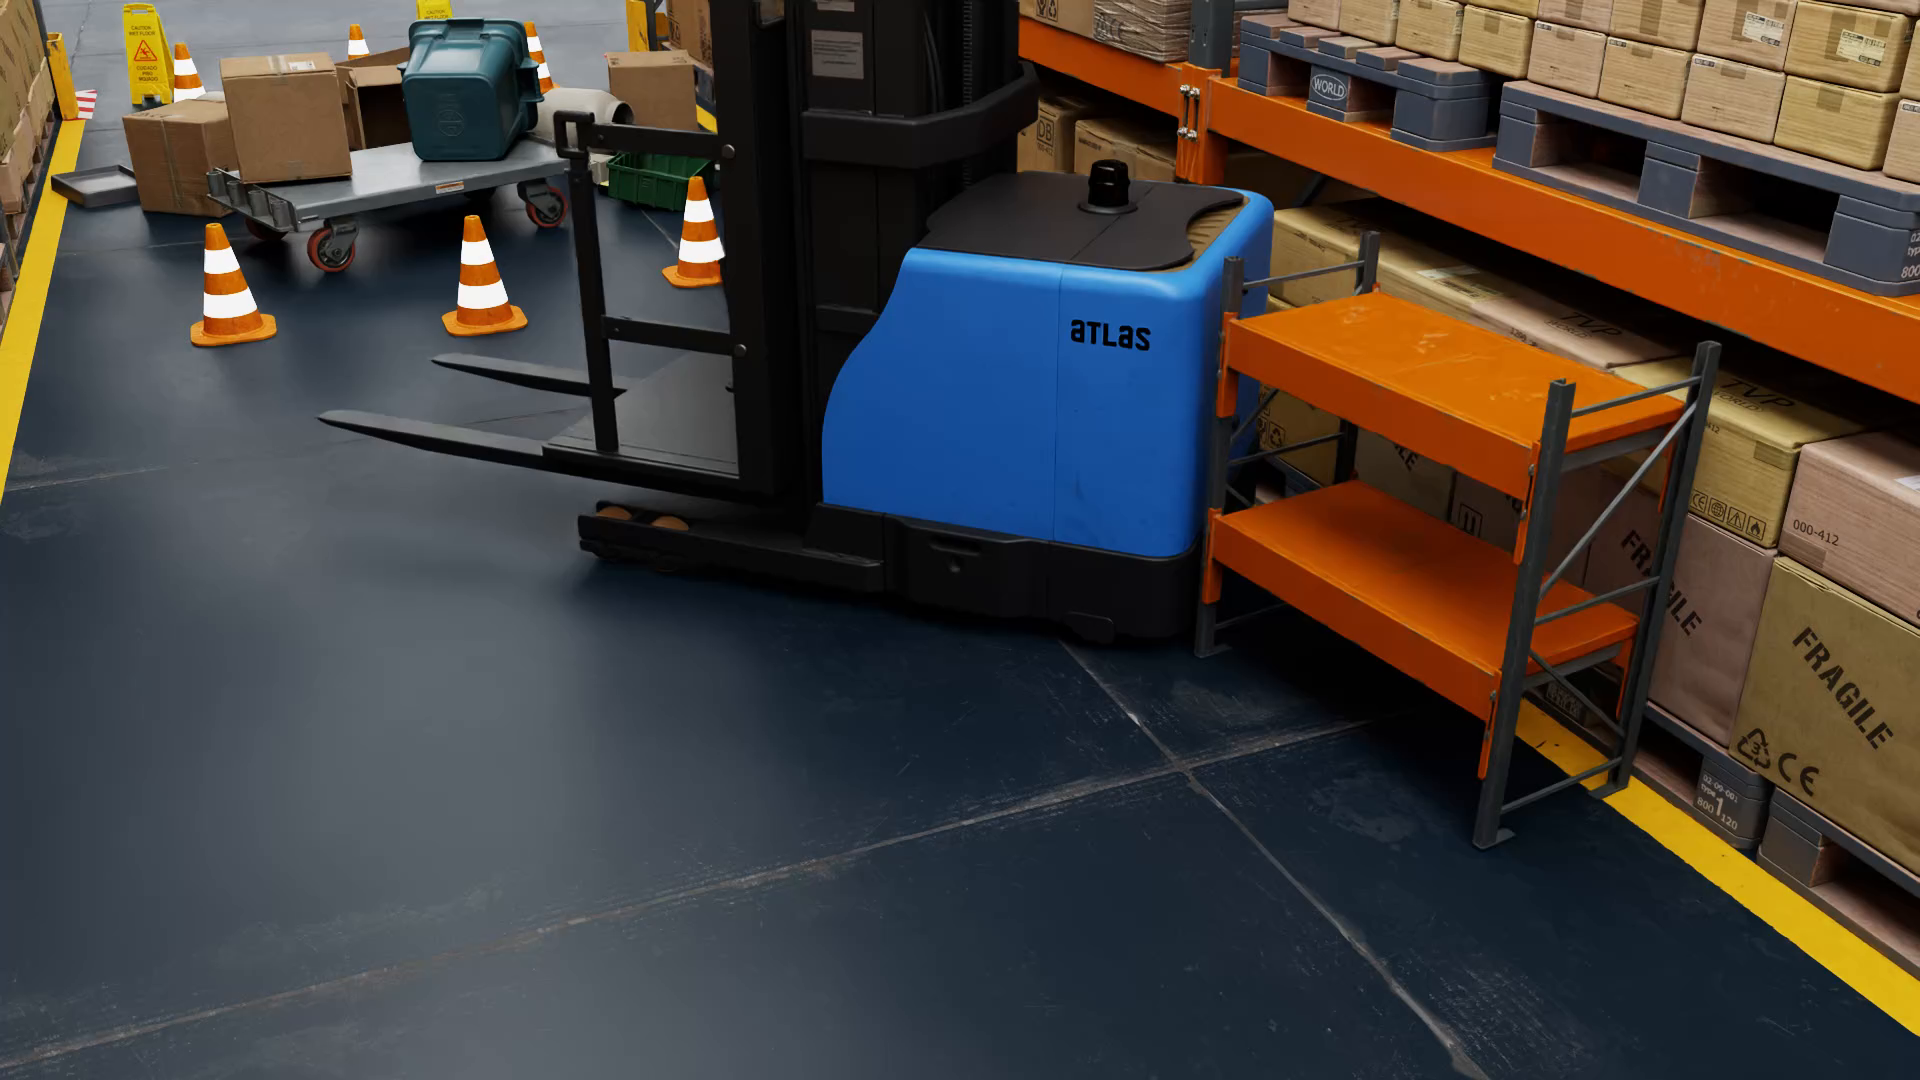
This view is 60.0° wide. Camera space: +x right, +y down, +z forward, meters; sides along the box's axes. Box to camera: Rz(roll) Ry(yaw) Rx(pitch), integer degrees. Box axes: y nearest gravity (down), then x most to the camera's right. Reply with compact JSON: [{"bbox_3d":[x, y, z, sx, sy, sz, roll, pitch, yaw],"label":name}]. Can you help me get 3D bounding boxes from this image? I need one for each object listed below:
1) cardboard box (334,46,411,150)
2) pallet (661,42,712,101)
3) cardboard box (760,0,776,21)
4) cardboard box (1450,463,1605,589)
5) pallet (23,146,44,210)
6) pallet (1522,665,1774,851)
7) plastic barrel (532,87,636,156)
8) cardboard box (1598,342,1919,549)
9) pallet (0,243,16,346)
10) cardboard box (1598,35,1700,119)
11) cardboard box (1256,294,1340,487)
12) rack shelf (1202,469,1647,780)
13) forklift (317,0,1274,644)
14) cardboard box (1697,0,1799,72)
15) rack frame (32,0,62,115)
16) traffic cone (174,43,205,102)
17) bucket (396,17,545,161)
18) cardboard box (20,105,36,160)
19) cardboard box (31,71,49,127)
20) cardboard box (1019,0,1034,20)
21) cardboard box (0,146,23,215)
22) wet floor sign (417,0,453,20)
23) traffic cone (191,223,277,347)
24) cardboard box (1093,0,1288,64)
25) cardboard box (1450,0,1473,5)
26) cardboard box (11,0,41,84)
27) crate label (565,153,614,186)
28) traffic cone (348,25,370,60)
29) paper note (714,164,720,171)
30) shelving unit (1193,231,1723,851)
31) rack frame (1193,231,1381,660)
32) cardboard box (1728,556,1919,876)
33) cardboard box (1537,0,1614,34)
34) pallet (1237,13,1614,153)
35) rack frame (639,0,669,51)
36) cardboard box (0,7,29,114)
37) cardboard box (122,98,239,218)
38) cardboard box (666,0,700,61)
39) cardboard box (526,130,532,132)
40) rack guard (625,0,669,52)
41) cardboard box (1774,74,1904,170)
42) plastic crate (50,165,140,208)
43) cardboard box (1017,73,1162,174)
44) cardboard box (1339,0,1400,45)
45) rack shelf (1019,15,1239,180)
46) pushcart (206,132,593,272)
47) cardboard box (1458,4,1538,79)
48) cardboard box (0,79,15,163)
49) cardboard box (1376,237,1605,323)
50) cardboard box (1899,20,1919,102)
[{"bbox_3d":[-3.407,-2.712,10.232,0.637,0.503,0.797,13,29,24],"label":"cardboard box"},{"bbox_3d":[-1.524,-3.437,12.049,1.003,0.211,1.213,-11,28,-21],"label":"pallet"},{"bbox_3d":[-0.881,-3.248,10.426,0.875,0.875,0.875,-10,28,-20],"label":"cardboard box"},{"bbox_3d":[1.672,-0.097,4.401,0.500,0.500,0.500,-11,28,-22],"label":"cardboard box"},{"bbox_3d":[-5.635,-1.999,9.103,1.003,0.211,1.213,-11,28,-21],"label":"pallet"},{"bbox_3d":[2.003,0.291,4.414,1.003,0.211,1.213,-11,28,-21],"label":"pallet"},{"bbox_3d":[-2.198,-2.421,9.727,0.512,0.421,0.421,8,27,15],"label":"plastic barrel"},{"bbox_3d":[1.857,-0.236,3.829,0.500,0.250,0.500,-12,28,-23],"label":"cardboard box"},{"bbox_3d":[-4.551,-0.926,6.907,1.003,0.211,1.213,-11,28,-21],"label":"pallet"},{"bbox_3d":[1.735,-1.095,3.883,0.380,0.149,0.250,-10,28,-20],"label":"cardboard box"},{"bbox_3d":[1.266,-0.506,5.238,0.500,0.500,0.500,-12,28,-23],"label":"cardboard box"},{"bbox_3d":[1.132,0.171,4.168,0.538,0.278,1.000,-15,29,-28],"label":"rack shelf"},{"bbox_3d":[-0.629,-1.424,4.826,3.031,2.935,1.130,10,28,19],"label":"forklift"},{"bbox_3d":[1.843,-1.122,3.598,0.380,0.149,0.250,-10,28,-19],"label":"cardboard box"},{"bbox_3d":[-6.424,-4.108,10.245,1.000,3.000,0.127,-11,28,-21],"label":"rack frame"},{"bbox_3d":[-5.069,-3.016,10.900,0.336,0.463,0.334,-11,28,-21],"label":"traffic cone"},{"bbox_3d":[-2.517,-2.256,8.449,0.726,0.611,0.620,-1,36,-3],"label":"bucket"},{"bbox_3d":[-5.270,-2.158,8.907,0.500,0.250,0.500,-11,28,-21],"label":"cardboard box"},{"bbox_3d":[-5.664,-2.571,9.752,0.500,0.250,0.500,-10,28,-20],"label":"cardboard box"},{"bbox_3d":[0.411,-2.354,6.538,0.500,0.500,0.500,-11,28,-21],"label":"cardboard box"},{"bbox_3d":[-4.840,-1.731,8.032,0.500,0.250,0.500,-12,28,-23],"label":"cardboard box"},{"bbox_3d":[-3.742,-3.613,11.915,0.267,0.644,0.232,-16,30,-29],"label":"wet floor sign"},{"bbox_3d":[-3.084,-1.093,6.962,0.336,0.463,0.334,-11,28,-21],"label":"traffic cone"},{"bbox_3d":[0.801,-1.951,5.712,0.500,0.500,0.500,-11,28,-21],"label":"cardboard box"},{"bbox_3d":[1.444,-1.533,4.441,0.380,0.149,0.250,-11,28,-22],"label":"cardboard box"},{"bbox_3d":[-5.663,-2.910,9.591,0.500,0.500,0.500,-10,28,-19],"label":"cardboard box"},{"bbox_3d":[-2.079,-2.093,9.381,0.250,0.136,0.298,13,29,24],"label":"crate label"},{"bbox_3d":[-4.180,-3.344,11.572,0.336,0.463,0.334,-11,28,-21],"label":"traffic cone"},{"bbox_3d":[-1.439,-2.167,9.652,0.142,0.020,0.147,13,29,24],"label":"paper note"},{"bbox_3d":[1.133,-0.049,4.062,0.538,1.125,1.048,-15,29,-28],"label":"shelving unit"},{"bbox_3d":[0.869,-0.239,4.453,0.500,1.125,0.032,-15,29,-28],"label":"rack frame"},{"bbox_3d":[2.068,0.317,3.553,0.500,0.500,0.500,-11,28,-22],"label":"cardboard box"},{"bbox_3d":[1.640,-1.331,4.026,0.380,0.149,0.250,-11,28,-21],"label":"cardboard box"},{"bbox_3d":[1.601,-1.414,4.946,1.213,0.211,1.003,-11,28,-21],"label":"pallet"},{"bbox_3d":[-1.909,-5.000,12.071,1.000,3.000,0.127,-11,28,-21],"label":"rack frame"},{"bbox_3d":[-5.262,-2.492,8.735,0.500,0.500,0.500,-9,27,-18],"label":"cardboard box"},{"bbox_3d":[-4.025,-2.038,8.851,0.500,0.500,0.500,8,27,15],"label":"cardboard box"},{"bbox_3d":[-1.583,-3.971,11.907,0.875,0.875,0.875,-10,28,-20],"label":"cardboard box"},{"bbox_3d":[-2.710,-2.534,10.136,0.396,0.266,0.258,-6,27,-12],"label":"cardboard box"},{"bbox_3d":[-1.918,-3.886,12.639,1.175,0.500,0.348,-11,28,-21],"label":"rack guard"},{"bbox_3d":[1.940,-0.883,3.447,0.380,0.149,0.250,-9,28,-18],"label":"cardboard box"},{"bbox_3d":[-4.718,-1.956,9.165,0.402,0.080,0.583,-22,34,-38],"label":"plastic crate"},{"bbox_3d":[0.723,-1.561,7.114,1.050,0.750,0.750,-10,28,-20],"label":"cardboard box"},{"bbox_3d":[1.318,-1.522,4.756,0.380,0.149,0.250,-9,27,-18],"label":"cardboard box"},{"bbox_3d":[0.441,-2.254,7.268,1.077,0.370,4.000,-11,28,-21],"label":"rack shelf"},{"bbox_3d":[-2.779,-1.727,8.357,1.648,0.377,0.936,-22,34,-38],"label":"pushcart"},{"bbox_3d":[1.532,-1.305,4.311,0.380,0.149,0.250,-9,28,-18],"label":"cardboard box"},{"bbox_3d":[-4.840,-2.068,7.867,0.500,0.500,0.500,-9,27,-18],"label":"cardboard box"},{"bbox_3d":[1.470,-0.648,4.673,0.500,0.250,0.500,-11,28,-21],"label":"cardboard box"},{"bbox_3d":[2.042,-0.913,3.170,0.380,0.149,0.250,-12,29,-23],"label":"cardboard box"}]
